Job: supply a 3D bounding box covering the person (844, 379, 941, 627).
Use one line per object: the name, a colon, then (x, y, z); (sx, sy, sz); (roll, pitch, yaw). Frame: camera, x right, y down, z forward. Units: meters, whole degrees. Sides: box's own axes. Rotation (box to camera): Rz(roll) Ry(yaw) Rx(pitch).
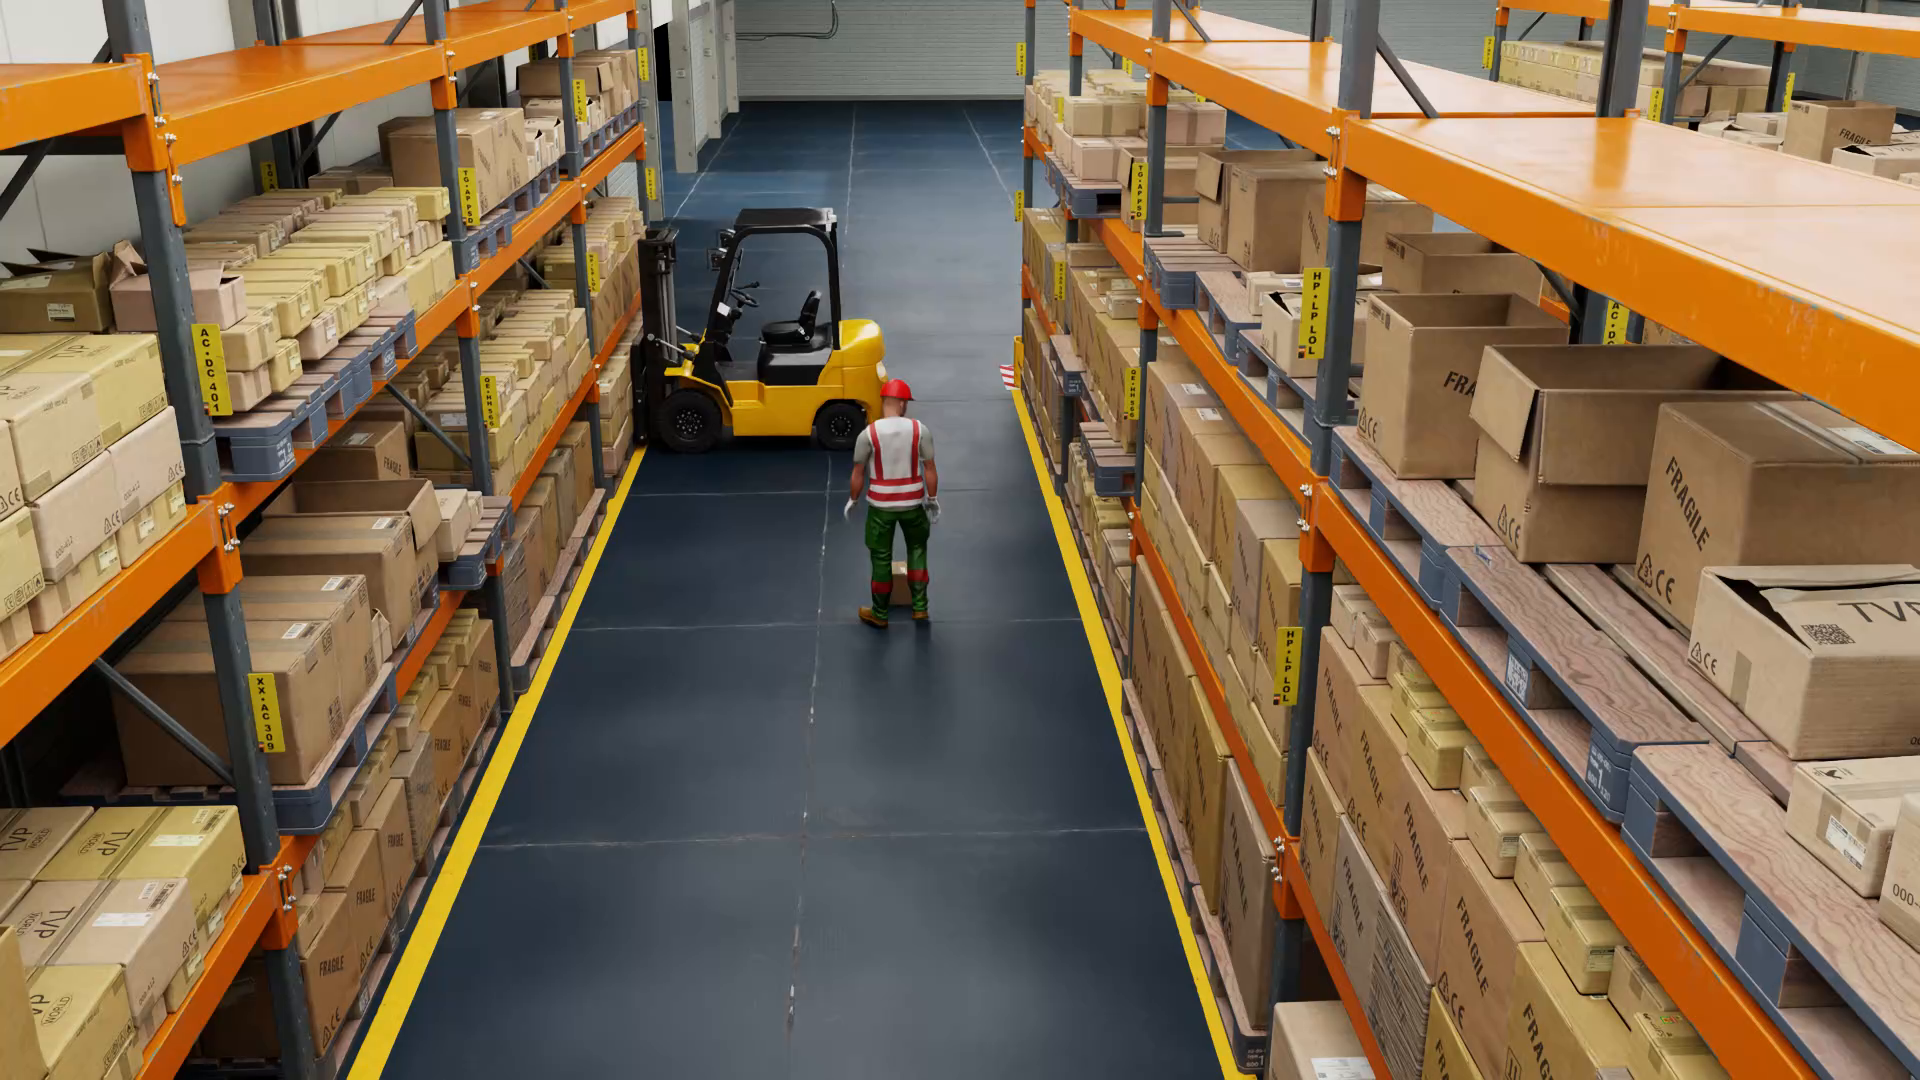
person: (-0.480, -0.245, 11.686); (0.659, 1.790, 0.389); (-5, 21, -14)
